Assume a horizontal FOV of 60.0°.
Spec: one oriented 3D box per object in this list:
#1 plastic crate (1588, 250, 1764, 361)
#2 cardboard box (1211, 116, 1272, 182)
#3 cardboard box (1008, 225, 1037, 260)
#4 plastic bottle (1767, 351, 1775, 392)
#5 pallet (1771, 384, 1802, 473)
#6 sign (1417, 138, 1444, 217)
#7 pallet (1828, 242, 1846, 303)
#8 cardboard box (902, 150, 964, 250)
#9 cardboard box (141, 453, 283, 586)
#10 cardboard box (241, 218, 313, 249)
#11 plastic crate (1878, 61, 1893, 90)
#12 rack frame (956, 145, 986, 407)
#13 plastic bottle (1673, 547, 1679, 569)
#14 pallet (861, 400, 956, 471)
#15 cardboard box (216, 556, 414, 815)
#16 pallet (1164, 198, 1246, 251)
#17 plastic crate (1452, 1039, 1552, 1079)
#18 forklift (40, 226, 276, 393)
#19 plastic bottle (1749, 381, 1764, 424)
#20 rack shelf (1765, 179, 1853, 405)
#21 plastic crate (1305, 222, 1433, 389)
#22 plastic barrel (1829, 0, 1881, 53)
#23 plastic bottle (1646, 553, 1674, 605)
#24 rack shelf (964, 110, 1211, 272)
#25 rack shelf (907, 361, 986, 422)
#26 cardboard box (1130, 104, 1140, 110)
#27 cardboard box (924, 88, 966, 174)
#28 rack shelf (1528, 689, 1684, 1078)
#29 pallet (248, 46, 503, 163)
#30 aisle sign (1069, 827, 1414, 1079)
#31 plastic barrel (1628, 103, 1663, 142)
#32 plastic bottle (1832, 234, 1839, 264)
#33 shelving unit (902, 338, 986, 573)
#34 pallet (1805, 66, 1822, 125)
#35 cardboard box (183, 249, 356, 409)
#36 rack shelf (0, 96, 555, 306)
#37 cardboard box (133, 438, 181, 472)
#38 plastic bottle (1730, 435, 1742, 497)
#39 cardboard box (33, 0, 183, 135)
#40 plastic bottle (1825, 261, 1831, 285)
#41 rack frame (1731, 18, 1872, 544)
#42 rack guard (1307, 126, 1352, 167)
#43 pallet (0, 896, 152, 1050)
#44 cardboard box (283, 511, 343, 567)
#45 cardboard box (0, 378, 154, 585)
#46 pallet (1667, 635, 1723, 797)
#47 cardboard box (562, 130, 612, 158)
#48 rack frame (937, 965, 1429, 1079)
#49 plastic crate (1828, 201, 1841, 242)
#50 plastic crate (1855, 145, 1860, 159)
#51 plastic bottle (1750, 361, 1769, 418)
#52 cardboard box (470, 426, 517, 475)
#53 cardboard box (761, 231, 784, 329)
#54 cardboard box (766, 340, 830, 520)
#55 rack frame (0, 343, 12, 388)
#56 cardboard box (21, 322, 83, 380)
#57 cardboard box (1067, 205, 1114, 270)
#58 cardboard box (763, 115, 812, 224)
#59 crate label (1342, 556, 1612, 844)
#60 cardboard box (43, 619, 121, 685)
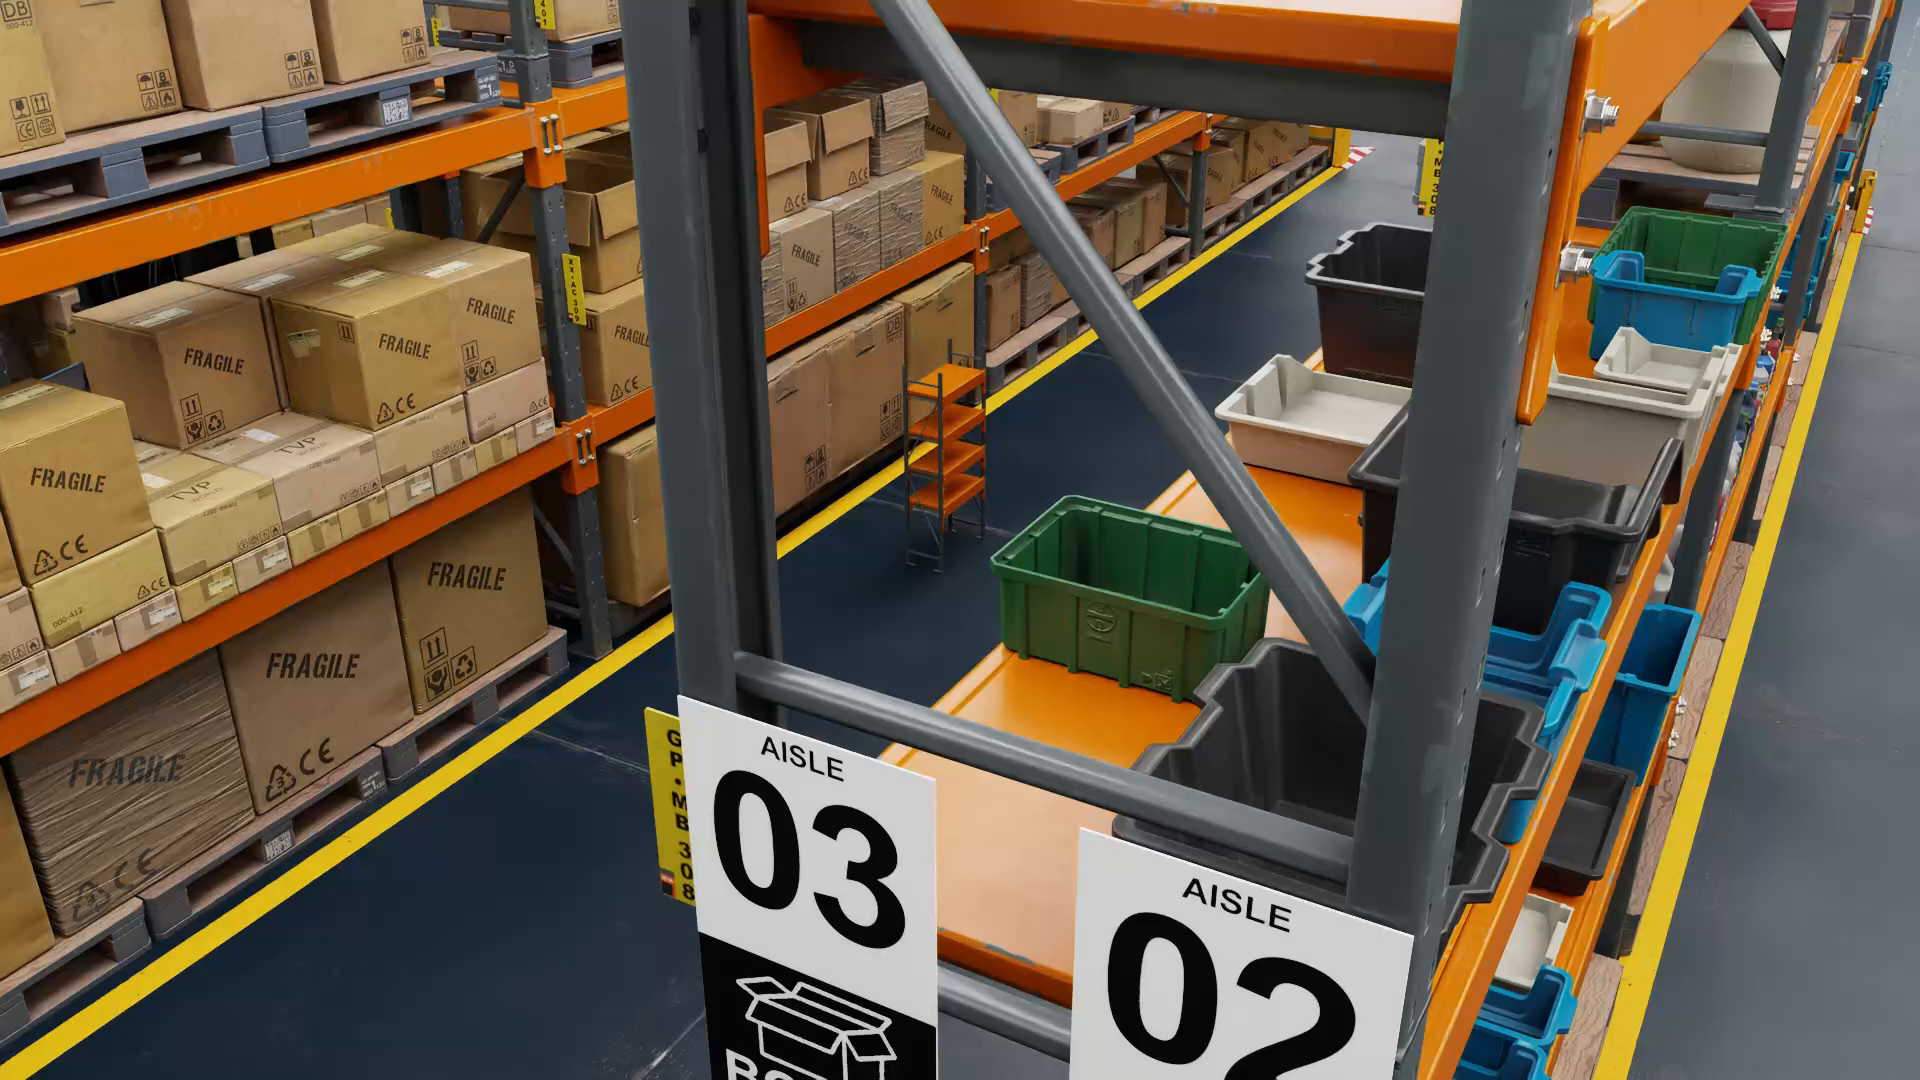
[{"bbox_3d":[1.886,-0.600,4.433,0.416,0.233,0.300,14,30,26],"label":"plastic crate"},{"bbox_3d":[2.737,-3.876,16.465,0.500,0.500,0.500,17,31,31],"label":"cardboard box"},{"bbox_3d":[0.267,-2.299,12.455,0.500,0.250,0.500,18,32,32],"label":"cardboard box"},{"bbox_3d":[4.010,-0.846,8.311,0.097,0.201,0.097,0,27,0],"label":"plastic bottle"},{"bbox_3d":[5.040,-0.837,11.187,1.003,0.211,1.213,14,30,26],"label":"pallet"},{"bbox_3d":[1.578,-1.226,5.486,0.100,0.325,0.005,14,30,26],"label":"sign"},{"bbox_3d":[6.957,-2.359,14.227,1.003,0.211,1.213,14,30,26],"label":"pallet"},{"bbox_3d":[-0.315,-2.206,10.694,0.500,0.500,0.500,15,30,28],"label":"cardboard box"},{"bbox_3d":[-3.000,-0.087,6.409,0.500,0.250,0.500,14,30,25],"label":"cardboard box"},{"bbox_3d":[-5.168,-2.227,12.333,0.500,0.250,0.500,15,30,27],"label":"cardboard box"},{"bbox_3d":[7.974,-4.108,14.771,0.499,0.251,0.616,14,30,26],"label":"plastic crate"},{"bbox_3d":[-0.288,-2.408,11.209,1.000,3.000,0.127,14,30,26],"label":"rack frame"},{"bbox_3d":[2.762,0.111,6.320,0.097,0.271,0.097,0,27,0],"label":"plastic bottle"},{"bbox_3d":[-0.742,-0.870,11.253,1.003,0.211,1.213,14,30,26],"label":"pallet"},{"bbox_3d":[-3.093,0.504,7.297,0.875,0.875,0.875,14,30,26],"label":"cardboard box"},{"bbox_3d":[1.979,-2.989,15.486,1.003,0.211,1.213,14,30,26],"label":"pallet"},{"bbox_3d":[1.144,1.312,3.899,0.416,0.233,0.300,14,30,26],"label":"plastic crate"},{"bbox_3d":[-4.274,-1.609,9.690,1.130,2.935,3.031,8,28,16],"label":"forklift"},{"bbox_3d":[3.771,-0.656,7.932,0.097,0.201,0.097,0,27,0],"label":"plastic bottle"},{"bbox_3d":[5.008,-1.775,10.749,1.077,0.370,4.000,14,30,26],"label":"rack shelf"},{"bbox_3d":[1.206,-0.618,4.428,0.497,0.269,0.590,14,30,26],"label":"plastic crate"},{"bbox_3d":[4.443,-2.762,8.441,0.421,0.512,0.421,0,27,0],"label":"plastic barrel"},{"bbox_3d":[2.531,0.182,6.090,0.144,0.351,0.185,14,30,26],"label":"plastic bottle"},{"bbox_3d":[0.696,-2.866,12.927,1.077,0.370,4.000,14,30,26],"label":"rack shelf"},{"bbox_3d":[-0.081,-0.823,9.177,0.258,0.148,0.480,14,30,26],"label":"rack shelf"},{"bbox_3d":[1.167,-4.144,13.538,1.000,1.000,1.000,14,30,26],"label":"cardboard box"},{"bbox_3d":[-0.057,-2.860,11.531,0.500,0.500,0.500,10,28,20],"label":"cardboard box"},{"bbox_3d":[1.072,1.343,4.520,1.077,0.370,4.000,14,30,26],"label":"rack shelf"},{"bbox_3d":[-2.668,-1.834,6.811,1.003,0.211,1.213,14,30,26],"label":"pallet"},{"bbox_3d":[0.312,0.731,2.034,0.394,0.787,0.004,14,30,26],"label":"aisle sign"},{"bbox_3d":[2.328,-1.772,5.909,0.600,0.588,0.600,0,27,0],"label":"plastic barrel"},{"bbox_3d":[7.221,-2.455,13.855,0.152,0.276,0.135,13,30,25],"label":"plastic bottle"},{"bbox_3d":[-0.081,-0.472,9.353,0.258,1.200,0.503,14,30,26],"label":"shelving unit"},{"bbox_3d":[2.912,-1.785,6.825,1.003,0.211,1.213,14,30,26],"label":"pallet"},{"bbox_3d":[-2.963,-0.930,7.254,0.500,0.500,0.500,14,30,26],"label":"cardboard box"},{"bbox_3d":[-3.240,-1.089,6.028,1.077,0.370,4.000,14,30,26],"label":"rack shelf"},{"bbox_3d":[-3.464,-0.203,6.640,0.500,0.250,0.500,14,30,26],"label":"cardboard box"},{"bbox_3d":[3.314,-0.326,7.193,0.097,0.271,0.097,0,27,0],"label":"plastic bottle"},{"bbox_3d":[-3.238,-1.768,5.888,0.700,0.500,0.500,16,31,28],"label":"cardboard box"},{"bbox_3d":[6.843,-2.185,13.232,0.144,0.351,0.185,13,29,24],"label":"plastic bottle"},{"bbox_3d":[4.024,-1.317,9.030,1.000,3.000,0.127,14,30,26],"label":"rack frame"},{"bbox_3d":[3.610,-4.378,17.938,1.175,0.500,0.348,14,30,26],"label":"rack guard"},{"bbox_3d":[-3.899,1.628,6.262,1.003,0.211,1.213,14,30,26],"label":"pallet"},{"bbox_3d":[-2.753,-0.045,6.769,0.380,0.149,0.250,14,30,25],"label":"cardboard box"},{"bbox_3d":[-3.257,-0.217,5.830,0.500,0.500,0.500,13,30,25],"label":"cardboard box"},{"bbox_3d":[3.071,0.720,8.076,1.003,0.211,1.213,14,30,26],"label":"pallet"},{"bbox_3d":[-3.752,-3.280,14.996,1.050,0.750,0.750,15,30,27],"label":"cardboard box"},{"bbox_3d":[0.088,1.801,2.802,1.000,3.000,0.127,14,30,26],"label":"rack frame"},{"bbox_3d":[5.381,-2.041,10.712,0.450,0.188,0.662,14,30,26],"label":"plastic crate"},{"bbox_3d":[6.360,-3.024,12.510,0.767,0.338,0.504,14,30,26],"label":"plastic crate"},{"bbox_3d":[3.819,-0.725,7.992,0.097,0.271,0.097,0,27,0],"label":"plastic bottle"},{"bbox_3d":[-2.248,-0.445,7.569,0.380,0.149,0.250,15,30,27],"label":"cardboard box"},{"bbox_3d":[-1.319,-1.409,9.102,0.500,0.500,0.500,13,30,25],"label":"cardboard box"},{"bbox_3d":[-1.520,-0.689,9.680,1.225,0.875,0.875,13,29,24],"label":"cardboard box"},{"bbox_3d":[-6.525,-1.981,10.356,1.000,3.000,0.127,14,30,26],"label":"rack frame"},{"bbox_3d":[-5.930,-1.280,11.280,0.500,0.500,0.500,15,30,28],"label":"cardboard box"},{"bbox_3d":[0.833,-2.411,13.517,0.700,0.500,0.500,12,29,22],"label":"cardboard box"},{"bbox_3d":[-1.309,-2.104,9.369,0.797,0.503,0.637,15,30,28],"label":"cardboard box"},{"bbox_3d":[0.824,0.237,2.740,0.408,0.251,0.502,14,30,26],"label":"crate label"},{"bbox_3d":[-3.258,0.356,5.969,0.380,0.149,0.250,14,30,25],"label":"cardboard box"}]
